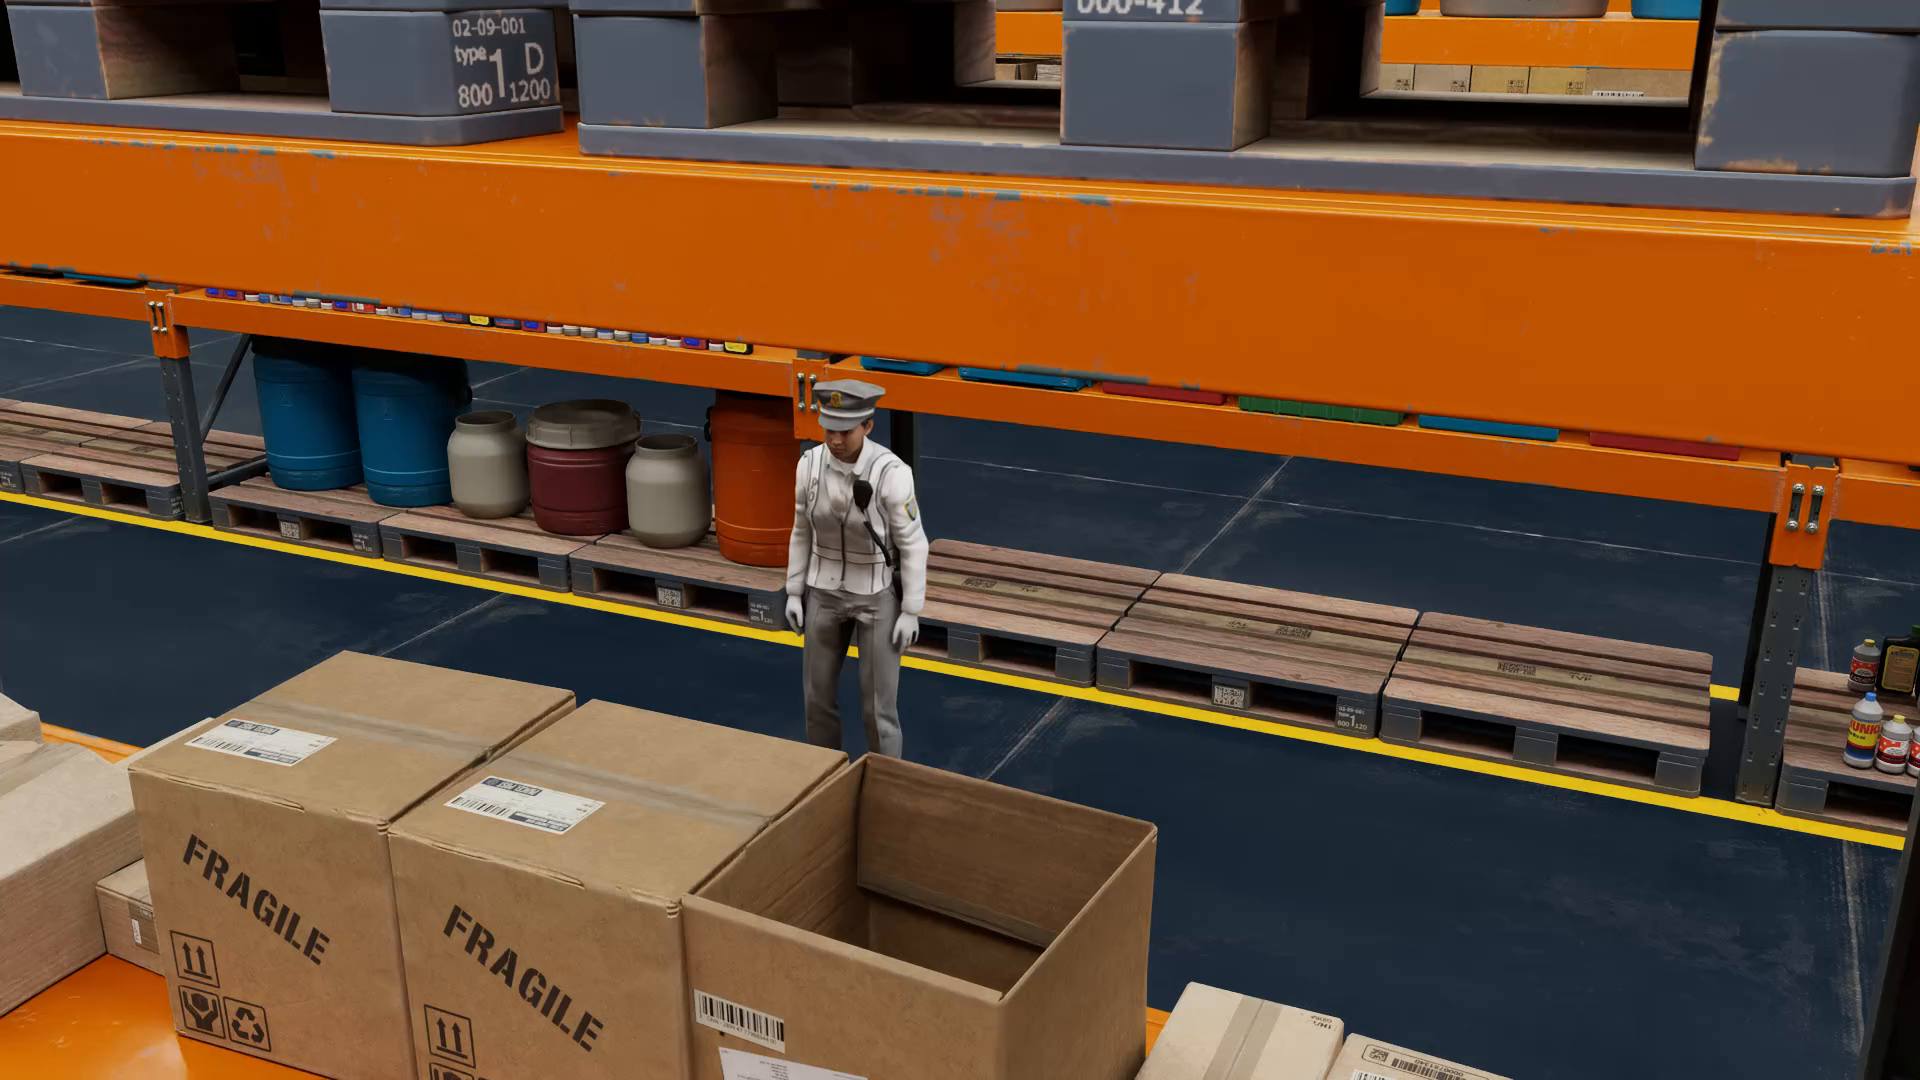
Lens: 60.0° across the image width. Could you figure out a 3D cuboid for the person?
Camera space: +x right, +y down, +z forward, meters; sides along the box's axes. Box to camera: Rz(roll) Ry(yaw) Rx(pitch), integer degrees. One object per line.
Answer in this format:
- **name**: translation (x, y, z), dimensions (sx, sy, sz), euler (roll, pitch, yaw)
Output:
- **person**: translation (-0.376, 0.232, 5.896), dimensions (0.528, 1.662, 0.375), euler (7, 21, 21)
